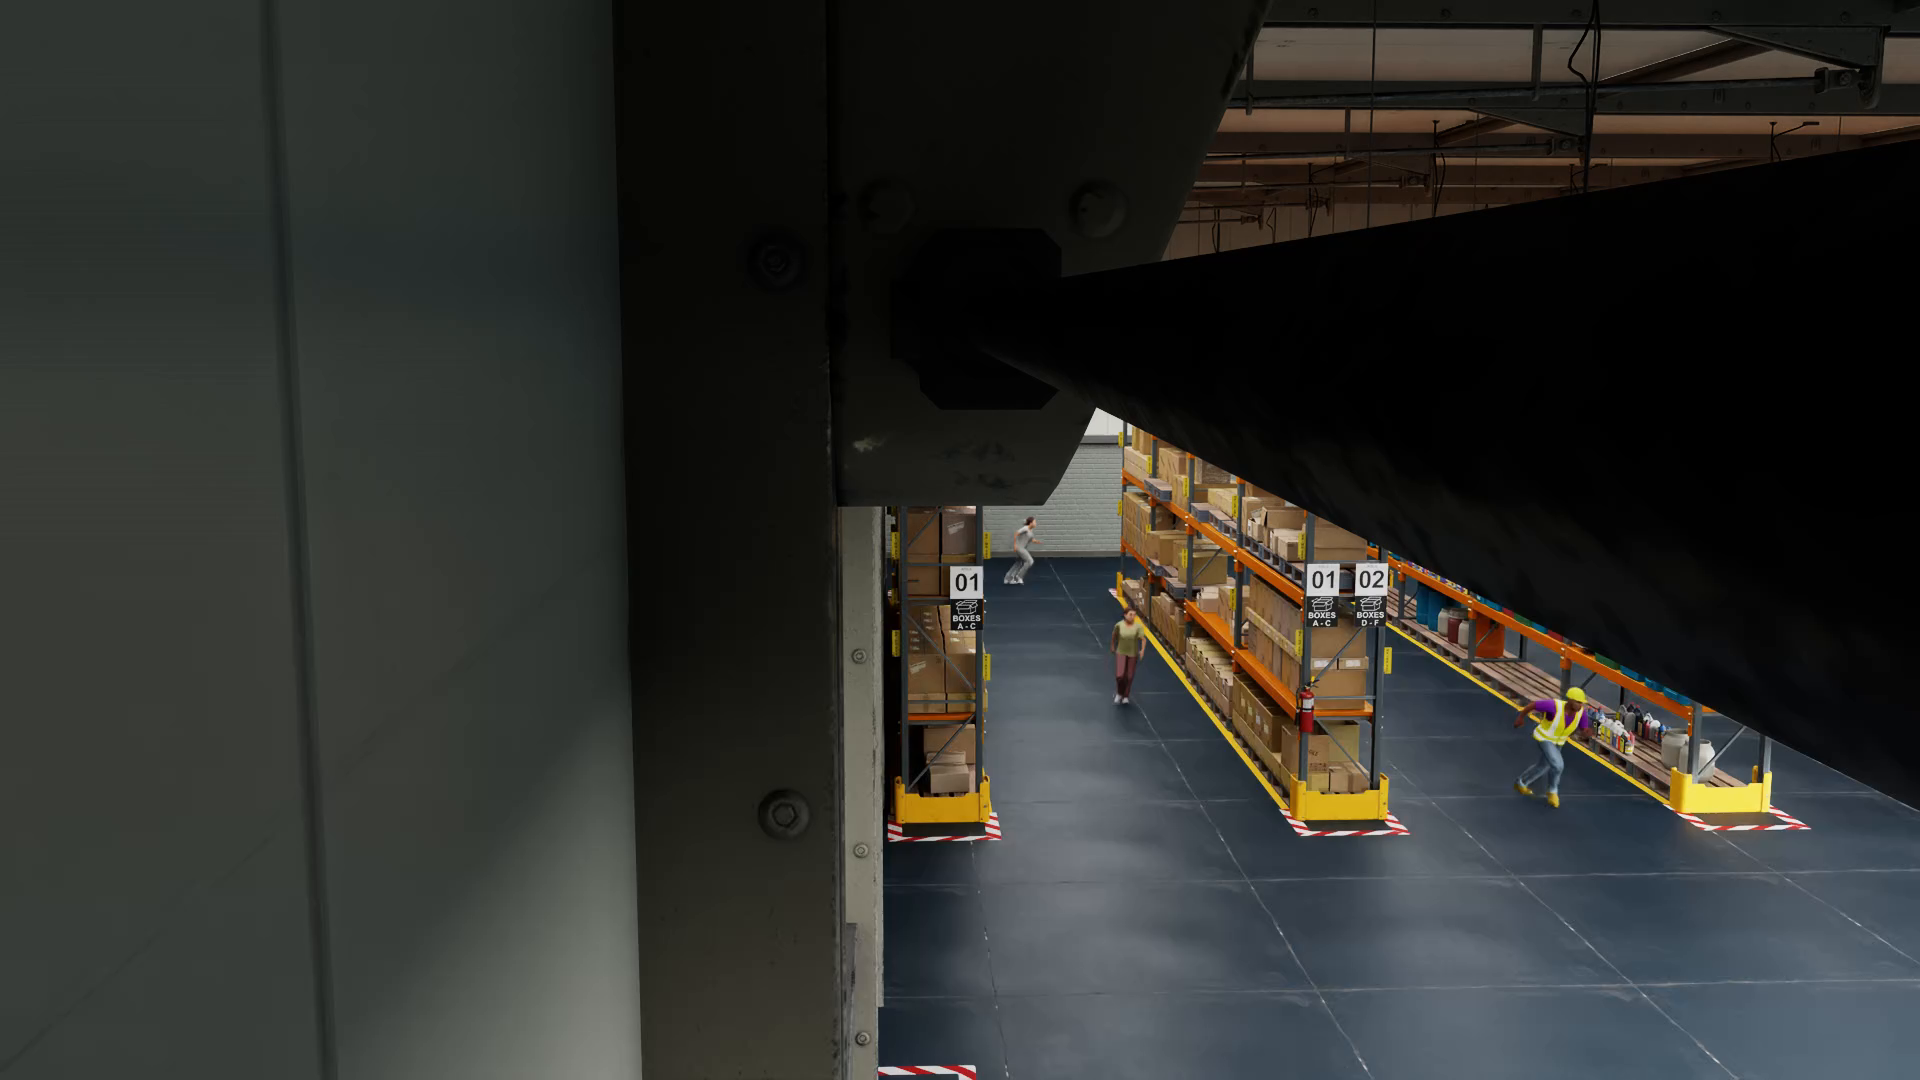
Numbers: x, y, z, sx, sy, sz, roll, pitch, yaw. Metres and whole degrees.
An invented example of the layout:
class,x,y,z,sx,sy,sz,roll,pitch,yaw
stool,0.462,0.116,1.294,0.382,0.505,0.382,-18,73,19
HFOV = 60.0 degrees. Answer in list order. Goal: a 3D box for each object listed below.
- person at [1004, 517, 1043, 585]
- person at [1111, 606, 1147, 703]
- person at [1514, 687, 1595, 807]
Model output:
class,x,y,z,sx,sy,sz,roll,pitch,yaw
person,1.451,0.235,37.975,0.905,1.553,0.569,2,8,14
person,2.664,1.828,26.315,0.534,1.619,0.738,0,8,2
person,7.552,2.576,21.160,0.693,1.559,1.115,-4,9,-24
